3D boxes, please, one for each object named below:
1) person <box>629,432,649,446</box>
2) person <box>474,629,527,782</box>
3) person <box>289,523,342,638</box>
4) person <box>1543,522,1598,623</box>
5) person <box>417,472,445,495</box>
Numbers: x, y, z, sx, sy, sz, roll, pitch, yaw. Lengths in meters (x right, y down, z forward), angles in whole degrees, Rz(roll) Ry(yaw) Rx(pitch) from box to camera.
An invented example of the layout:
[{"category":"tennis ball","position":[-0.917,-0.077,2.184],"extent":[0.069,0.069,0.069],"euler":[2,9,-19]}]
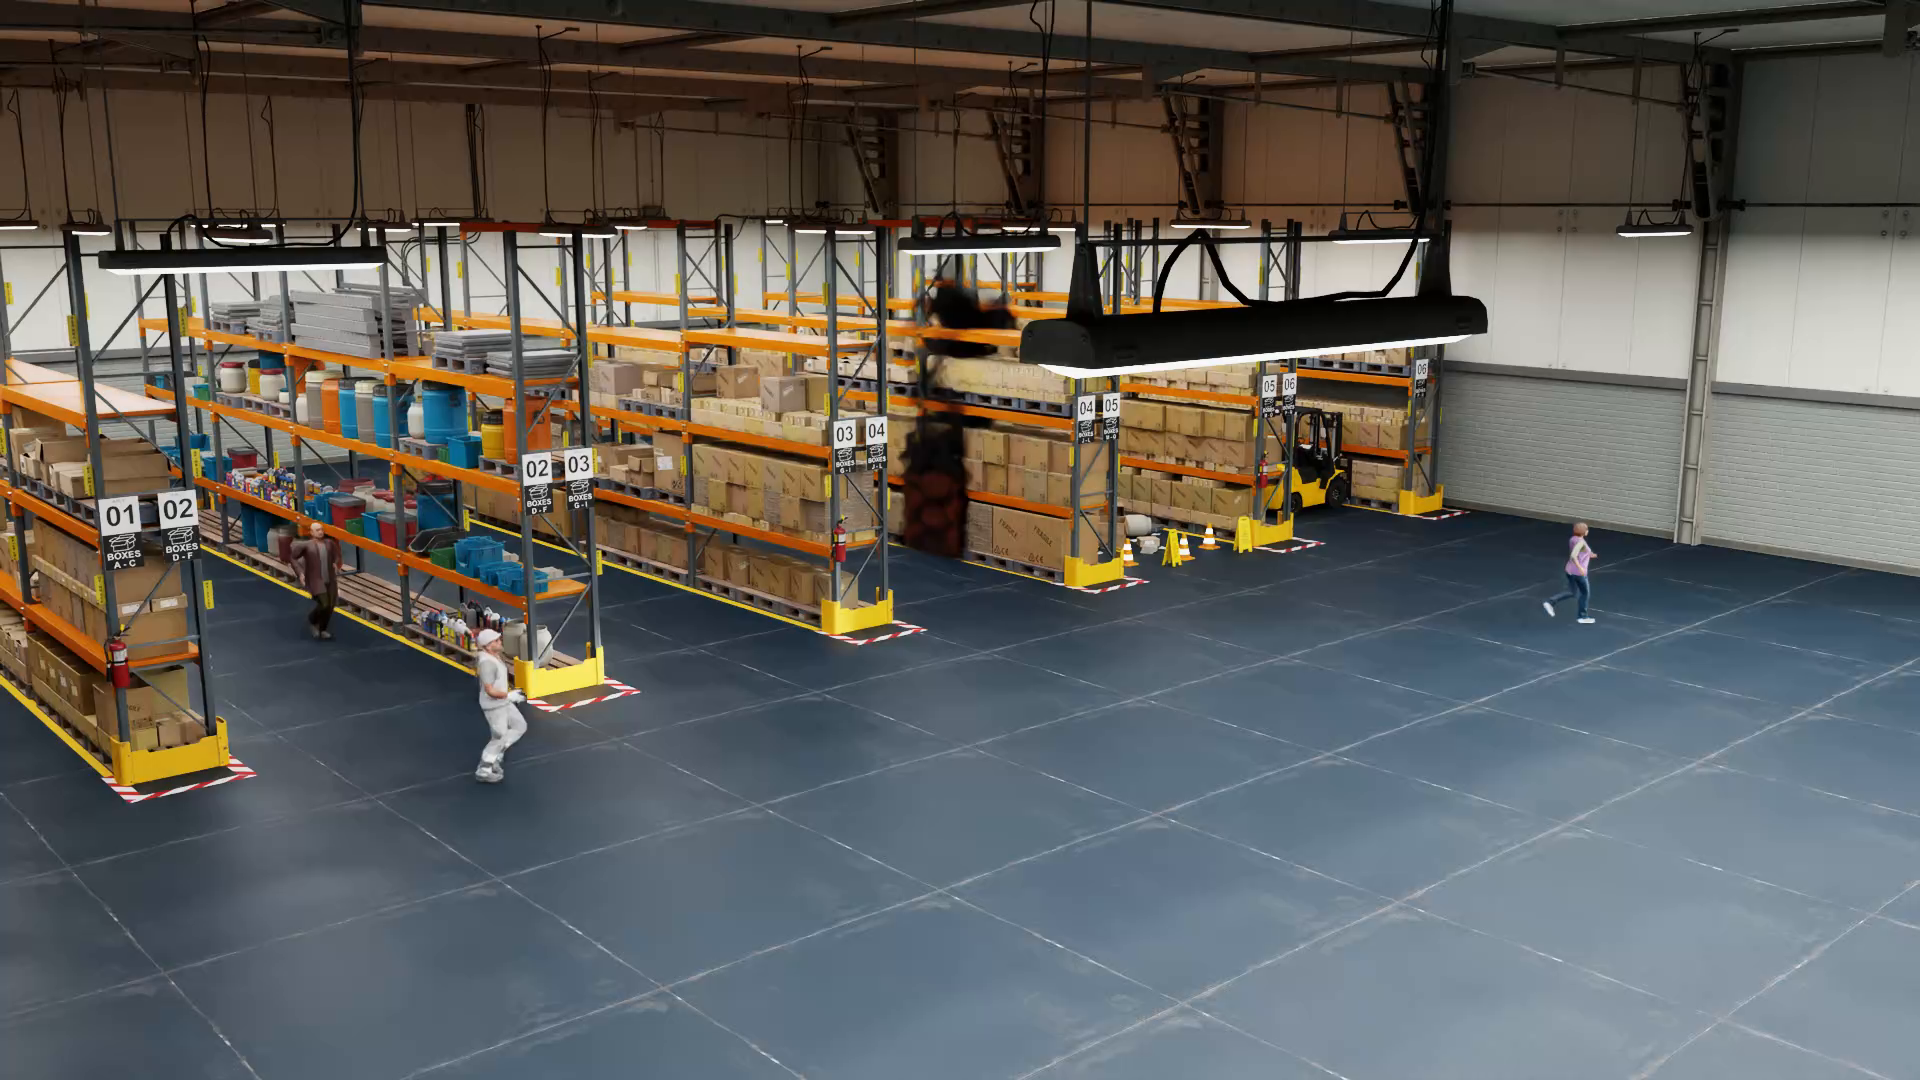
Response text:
[{"category":"person","position":[-8.120,-2.904,41.813],"extent":[0.689,1.797,0.838],"euler":[11,16,43]},{"category":"person","position":[-5.112,1.814,18.444],"extent":[0.585,1.739,0.673],"euler":[-2,12,-11]},{"category":"person","position":[-9.358,0.611,24.396],"extent":[0.655,1.737,0.687],"euler":[9,15,39]},{"category":"person","position":[9.342,0.504,25.319],"extent":[0.804,1.575,0.538],"euler":[0,11,-2]},{"category":"person","position":[-9.576,-0.573,30.441],"extent":[0.574,1.679,0.640],"euler":[10,15,41]}]
